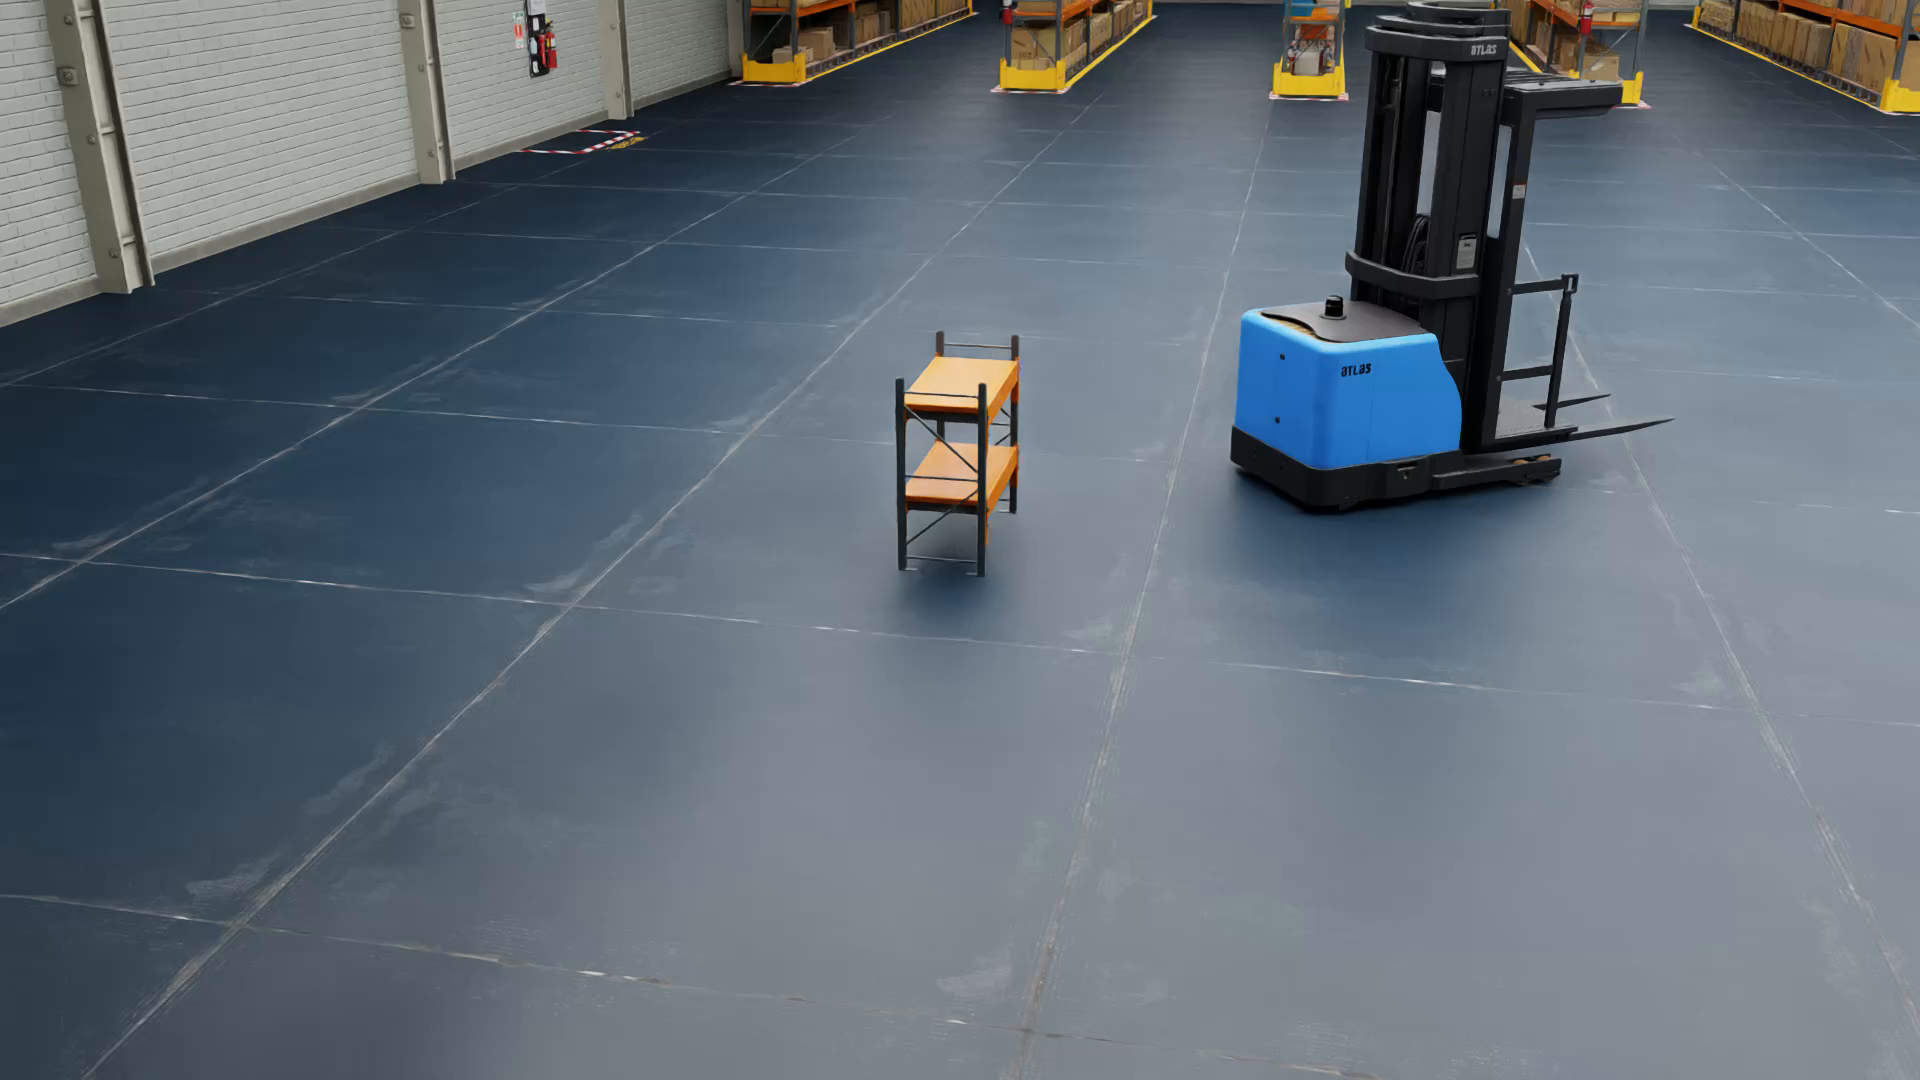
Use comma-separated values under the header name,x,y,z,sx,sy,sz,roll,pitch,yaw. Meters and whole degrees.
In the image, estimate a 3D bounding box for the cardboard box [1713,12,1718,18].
name,x,y,z,sx,sy,sz,roll,pitch,yaw
cardboard box,18.572,-12.801,40.480,0.380,0.149,0.250,3,22,8

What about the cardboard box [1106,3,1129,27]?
name,x,y,z,sx,sy,sz,roll,pitch,yaw
cardboard box,3.744,-12.533,39.714,0.500,0.500,0.500,5,22,12

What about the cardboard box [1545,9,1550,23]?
name,x,y,z,sx,sy,sz,roll,pitch,yaw
cardboard box,12.550,-10.980,34.854,0.500,0.250,0.500,5,23,13

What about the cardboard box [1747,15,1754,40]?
name,x,y,z,sx,sy,sz,roll,pitch,yaw
cardboard box,17.698,-11.281,36.633,0.500,0.500,0.500,5,22,12

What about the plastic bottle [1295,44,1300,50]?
name,x,y,z,sx,sy,sz,roll,pitch,yaw
plastic bottle,6.562,-9.450,32.259,0.144,0.351,0.185,4,22,11

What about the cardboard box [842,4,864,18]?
name,x,y,z,sx,sy,sz,roll,pitch,yaw
cardboard box,-2.384,-11.519,36.193,0.500,0.250,0.500,4,22,9

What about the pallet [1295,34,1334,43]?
name,x,y,z,sx,sy,sz,roll,pitch,yaw
pallet,7.928,-11.210,37.405,1.003,0.211,1.213,4,22,11

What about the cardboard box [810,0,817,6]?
name,x,y,z,sx,sy,sz,roll,pitch,yaw
cardboard box,-3.020,-10.326,31.653,0.500,0.250,0.500,4,22,9

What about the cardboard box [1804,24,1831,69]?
name,x,y,z,sx,sy,sz,roll,pitch,yaw
cardboard box,16.714,-9.342,31.483,1.050,0.750,0.750,4,22,11

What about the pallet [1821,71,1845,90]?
name,x,y,z,sx,sy,sz,roll,pitch,yaw
pallet,16.444,-8.391,30.405,1.003,0.211,1.213,4,22,11

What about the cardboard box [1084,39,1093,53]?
name,x,y,z,sx,sy,sz,roll,pitch,yaw
cardboard box,2.469,-10.176,34.224,0.500,0.250,0.500,4,22,10

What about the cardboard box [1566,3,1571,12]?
name,x,y,z,sx,sy,sz,roll,pitch,yaw
cardboard box,11.210,-9.650,30.135,0.380,0.149,0.250,4,22,11

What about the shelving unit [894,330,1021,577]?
name,x,y,z,sx,sy,sz,roll,pitch,yaw
shelving unit,0.001,-0.524,9.650,0.538,1.125,1.048,4,22,11

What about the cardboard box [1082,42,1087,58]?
name,x,y,z,sx,sy,sz,roll,pitch,yaw
cardboard box,2.263,-9.861,33.442,0.500,0.250,0.500,4,22,11

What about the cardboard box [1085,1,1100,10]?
name,x,y,z,sx,sy,sz,roll,pitch,yaw
cardboard box,2.928,-12.364,38.292,0.500,0.250,0.500,5,23,13

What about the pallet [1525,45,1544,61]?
name,x,y,z,sx,sy,sz,roll,pitch,yaw
pallet,12.496,-10.255,35.035,1.003,0.211,1.213,4,22,11

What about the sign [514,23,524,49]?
name,x,y,z,sx,sy,sz,roll,pitch,yaw
sign,-6.206,-7.090,23.396,0.001,0.329,0.234,4,22,11

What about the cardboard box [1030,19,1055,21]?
name,x,y,z,sx,sy,sz,roll,pitch,yaw
cardboard box,1.648,-10.066,32.947,0.500,0.500,0.500,4,22,11

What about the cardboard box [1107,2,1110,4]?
name,x,y,z,sx,sy,sz,roll,pitch,yaw
cardboard box,3.341,-12.744,40.239,0.500,0.500,0.500,5,22,12

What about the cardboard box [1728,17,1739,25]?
name,x,y,z,sx,sy,sz,roll,pitch,yaw
cardboard box,18.061,-12.032,38.570,0.380,0.149,0.250,5,22,12

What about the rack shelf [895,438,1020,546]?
name,x,y,z,sx,sy,sz,roll,pitch,yaw
rack shelf,0.001,-0.297,9.741,0.538,0.278,1.000,4,22,11

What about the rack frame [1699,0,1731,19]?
name,x,y,z,sx,sy,sz,roll,pitch,yaw
rack frame,19.124,-14.345,41.457,1.000,3.000,0.127,4,22,11

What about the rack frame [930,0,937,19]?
name,x,y,z,sx,sy,sz,roll,pitch,yaw
rack frame,-1.074,-14.430,41.668,1.000,3.000,0.127,4,22,11

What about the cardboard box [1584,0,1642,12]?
name,x,y,z,sx,sy,sz,roll,pitch,yaw
cardboard box,11.164,-9.292,28.378,0.875,0.500,0.500,4,22,11

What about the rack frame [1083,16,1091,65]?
name,x,y,z,sx,sy,sz,roll,pitch,yaw
rack frame,2.144,-11.128,33.469,1.000,3.000,0.127,4,22,11

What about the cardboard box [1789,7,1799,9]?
name,x,y,z,sx,sy,sz,roll,pitch,yaw
cardboard box,17.973,-11.222,35.482,0.500,0.250,0.500,4,22,10

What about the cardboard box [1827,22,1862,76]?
name,x,y,z,sx,sy,sz,roll,pitch,yaw
cardboard box,16.479,-8.941,30.321,0.875,0.875,0.875,5,22,12

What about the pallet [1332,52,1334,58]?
name,x,y,z,sx,sy,sz,roll,pitch,yaw
pallet,7.114,-9.746,33.770,1.003,0.211,1.213,4,22,11

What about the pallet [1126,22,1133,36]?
name,x,y,z,sx,sy,sz,roll,pitch,yaw
pallet,3.647,-12.460,40.509,1.003,0.211,1.213,4,22,11

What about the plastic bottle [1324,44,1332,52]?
name,x,y,z,sx,sy,sz,roll,pitch,yaw
plastic bottle,7.104,-9.397,32.127,0.144,0.351,0.185,3,22,8

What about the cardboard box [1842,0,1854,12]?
name,x,y,z,sx,sy,sz,roll,pitch,yaw
cardboard box,16.612,-9.890,30.195,0.875,0.550,0.550,4,22,11

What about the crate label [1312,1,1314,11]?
name,x,y,z,sx,sy,sz,roll,pitch,yaw
crate label,6.287,-9.996,30.612,0.502,0.435,0.616,4,22,11

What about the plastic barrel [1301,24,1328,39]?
name,x,y,z,sx,sy,sz,roll,pitch,yaw
plastic barrel,7.891,-11.580,36.935,0.600,0.830,0.708,4,22,11

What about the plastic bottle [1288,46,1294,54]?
name,x,y,z,sx,sy,sz,roll,pitch,yaw
plastic bottle,6.296,-9.236,31.729,0.144,0.351,0.185,4,22,10

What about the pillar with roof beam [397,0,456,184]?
name,x,y,z,sx,sy,sz,roll,pitch,yaw
pillar with roof beam,-2.461,-8.429,18.738,9.100,9.000,0.400,4,22,11

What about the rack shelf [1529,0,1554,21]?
name,x,y,z,sx,sy,sz,roll,pitch,yaw
rack shelf,12.249,-10.769,33.541,1.077,0.370,4.000,4,22,11

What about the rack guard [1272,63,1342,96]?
name,x,y,z,sx,sy,sz,roll,pitch,yaw
rack guard,6.145,-8.158,29.441,1.175,0.500,0.348,4,22,11

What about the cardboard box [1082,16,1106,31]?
name,x,y,z,sx,sy,sz,roll,pitch,yaw
cardboard box,2.889,-11.185,35.979,0.500,0.311,0.500,4,22,11

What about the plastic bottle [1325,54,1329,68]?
name,x,y,z,sx,sy,sz,roll,pitch,yaw
plastic bottle,6.921,-8.989,31.222,0.097,0.271,0.097,0,22,0

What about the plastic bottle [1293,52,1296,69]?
name,x,y,z,sx,sy,sz,roll,pitch,yaw
plastic bottle,6.304,-9.018,31.276,0.061,0.283,0.133,4,22,11

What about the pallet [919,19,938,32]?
name,x,y,z,sx,sy,sz,roll,pitch,yaw
pallet,-1.158,-12.849,41.474,1.003,0.211,1.213,4,22,11

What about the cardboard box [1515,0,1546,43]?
name,x,y,z,sx,sy,sz,roll,pitch,yaw
cardboard box,12.818,-11.294,36.164,1.225,0.875,0.875,3,22,8

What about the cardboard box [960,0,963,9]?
name,x,y,z,sx,sy,sz,roll,pitch,yaw
cardboard box,-0.303,-14.665,45.034,0.700,0.500,0.500,4,22,11

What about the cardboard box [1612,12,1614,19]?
name,x,y,z,sx,sy,sz,roll,pitch,yaw
cardboard box,11.386,-8.968,28.442,0.380,0.149,0.250,4,22,11

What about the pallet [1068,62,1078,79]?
name,x,y,z,sx,sy,sz,roll,pitch,yaw
pallet,1.694,-9.099,32.165,1.003,0.211,1.213,4,22,11

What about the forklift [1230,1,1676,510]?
name,x,y,z,sx,sy,sz,roll,pitch,yaw
forklift,3.350,-1.882,10.603,3.031,2.935,1.130,-9,24,-21

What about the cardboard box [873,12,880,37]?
name,x,y,z,sx,sy,sz,roll,pitch,yaw
cardboard box,-2.205,-11.565,37.311,0.700,0.500,0.500,4,22,11

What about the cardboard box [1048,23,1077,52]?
name,x,y,z,sx,sy,sz,roll,pitch,yaw
cardboard box,1.963,-9.660,31.938,0.500,0.500,0.500,4,22,11

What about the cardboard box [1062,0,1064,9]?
name,x,y,z,sx,sy,sz,roll,pitch,yaw
cardboard box,1.538,-10.074,30.717,0.700,0.500,0.500,5,22,12

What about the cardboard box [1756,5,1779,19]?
name,x,y,z,sx,sy,sz,roll,pitch,yaw
cardboard box,17.586,-11.443,36.031,0.500,0.250,0.500,5,22,12

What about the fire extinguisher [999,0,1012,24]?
name,x,y,z,sx,sy,sz,roll,pitch,yaw
fire extinguisher,0.849,-9.621,29.832,0.296,0.674,0.183,4,22,11

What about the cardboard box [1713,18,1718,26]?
name,x,y,z,sx,sy,sz,roll,pitch,yaw
cardboard box,18.402,-12.484,40.089,0.380,0.149,0.250,4,22,11
